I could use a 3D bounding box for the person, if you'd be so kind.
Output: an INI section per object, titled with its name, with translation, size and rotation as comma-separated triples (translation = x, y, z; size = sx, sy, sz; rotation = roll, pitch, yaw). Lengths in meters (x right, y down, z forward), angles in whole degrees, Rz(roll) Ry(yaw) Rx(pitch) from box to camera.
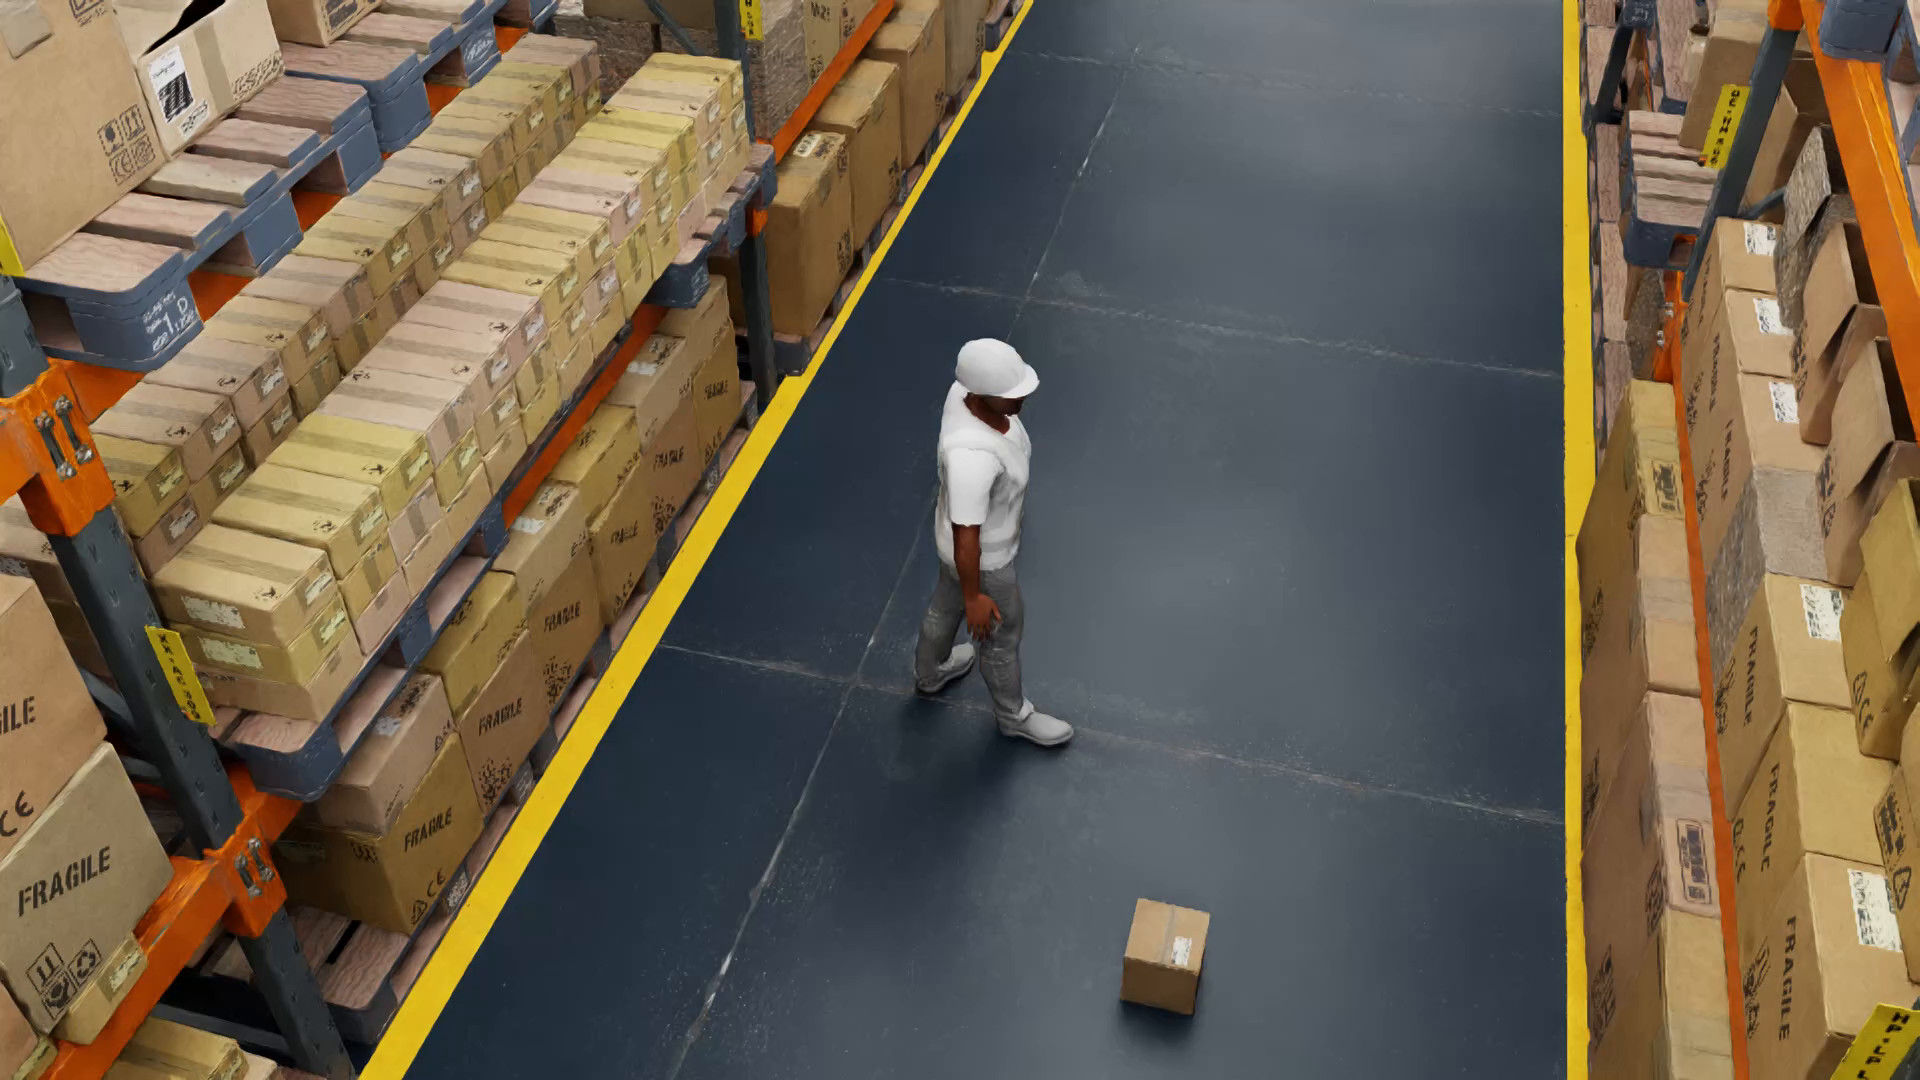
[person]
translation = 0.130, 0.021, 6.104
size = 0.633, 1.766, 0.709
rotation = 0, 41, 0
